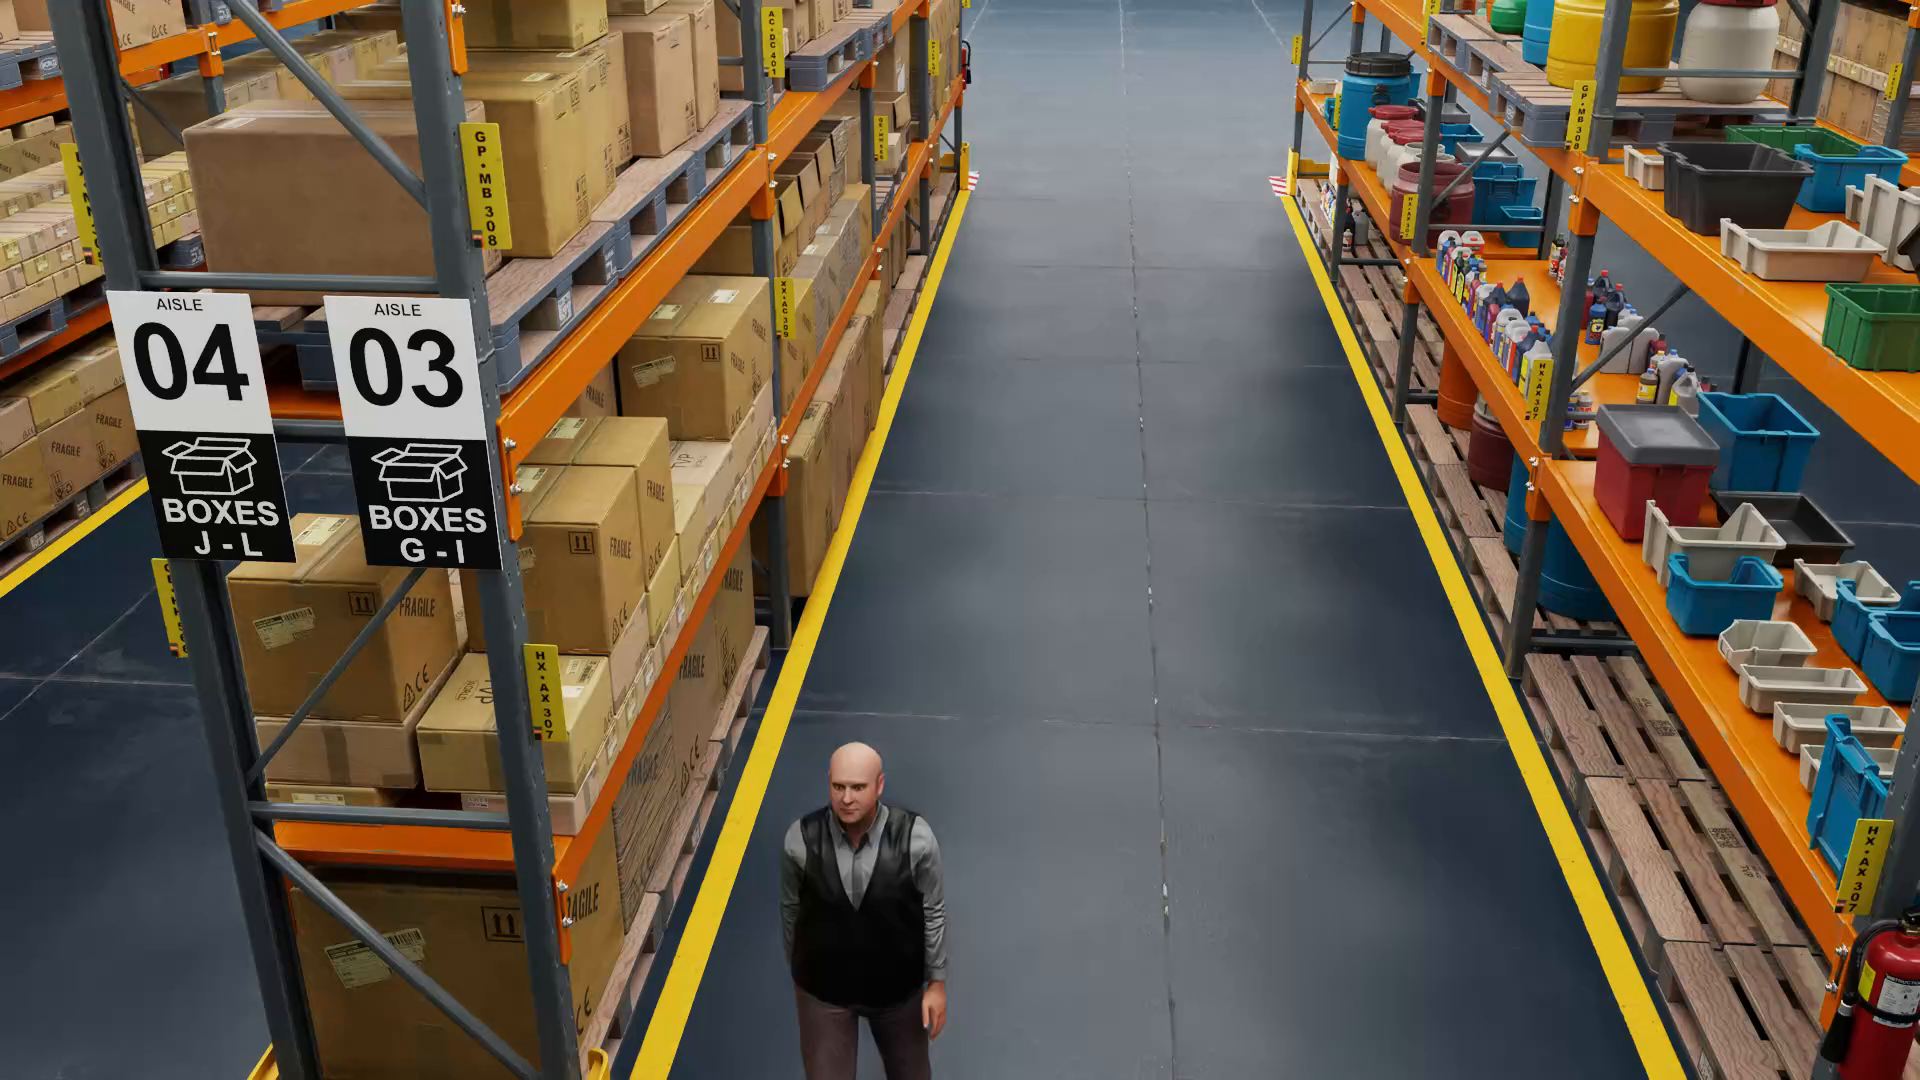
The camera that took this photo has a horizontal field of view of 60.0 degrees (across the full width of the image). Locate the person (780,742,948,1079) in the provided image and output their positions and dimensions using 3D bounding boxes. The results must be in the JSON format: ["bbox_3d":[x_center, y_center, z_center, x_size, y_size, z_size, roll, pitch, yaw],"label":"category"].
[{"bbox_3d":[-0.313,1.430,5.460,0.541,1.689,0.831,-1,24,-3],"label":"person"}]
